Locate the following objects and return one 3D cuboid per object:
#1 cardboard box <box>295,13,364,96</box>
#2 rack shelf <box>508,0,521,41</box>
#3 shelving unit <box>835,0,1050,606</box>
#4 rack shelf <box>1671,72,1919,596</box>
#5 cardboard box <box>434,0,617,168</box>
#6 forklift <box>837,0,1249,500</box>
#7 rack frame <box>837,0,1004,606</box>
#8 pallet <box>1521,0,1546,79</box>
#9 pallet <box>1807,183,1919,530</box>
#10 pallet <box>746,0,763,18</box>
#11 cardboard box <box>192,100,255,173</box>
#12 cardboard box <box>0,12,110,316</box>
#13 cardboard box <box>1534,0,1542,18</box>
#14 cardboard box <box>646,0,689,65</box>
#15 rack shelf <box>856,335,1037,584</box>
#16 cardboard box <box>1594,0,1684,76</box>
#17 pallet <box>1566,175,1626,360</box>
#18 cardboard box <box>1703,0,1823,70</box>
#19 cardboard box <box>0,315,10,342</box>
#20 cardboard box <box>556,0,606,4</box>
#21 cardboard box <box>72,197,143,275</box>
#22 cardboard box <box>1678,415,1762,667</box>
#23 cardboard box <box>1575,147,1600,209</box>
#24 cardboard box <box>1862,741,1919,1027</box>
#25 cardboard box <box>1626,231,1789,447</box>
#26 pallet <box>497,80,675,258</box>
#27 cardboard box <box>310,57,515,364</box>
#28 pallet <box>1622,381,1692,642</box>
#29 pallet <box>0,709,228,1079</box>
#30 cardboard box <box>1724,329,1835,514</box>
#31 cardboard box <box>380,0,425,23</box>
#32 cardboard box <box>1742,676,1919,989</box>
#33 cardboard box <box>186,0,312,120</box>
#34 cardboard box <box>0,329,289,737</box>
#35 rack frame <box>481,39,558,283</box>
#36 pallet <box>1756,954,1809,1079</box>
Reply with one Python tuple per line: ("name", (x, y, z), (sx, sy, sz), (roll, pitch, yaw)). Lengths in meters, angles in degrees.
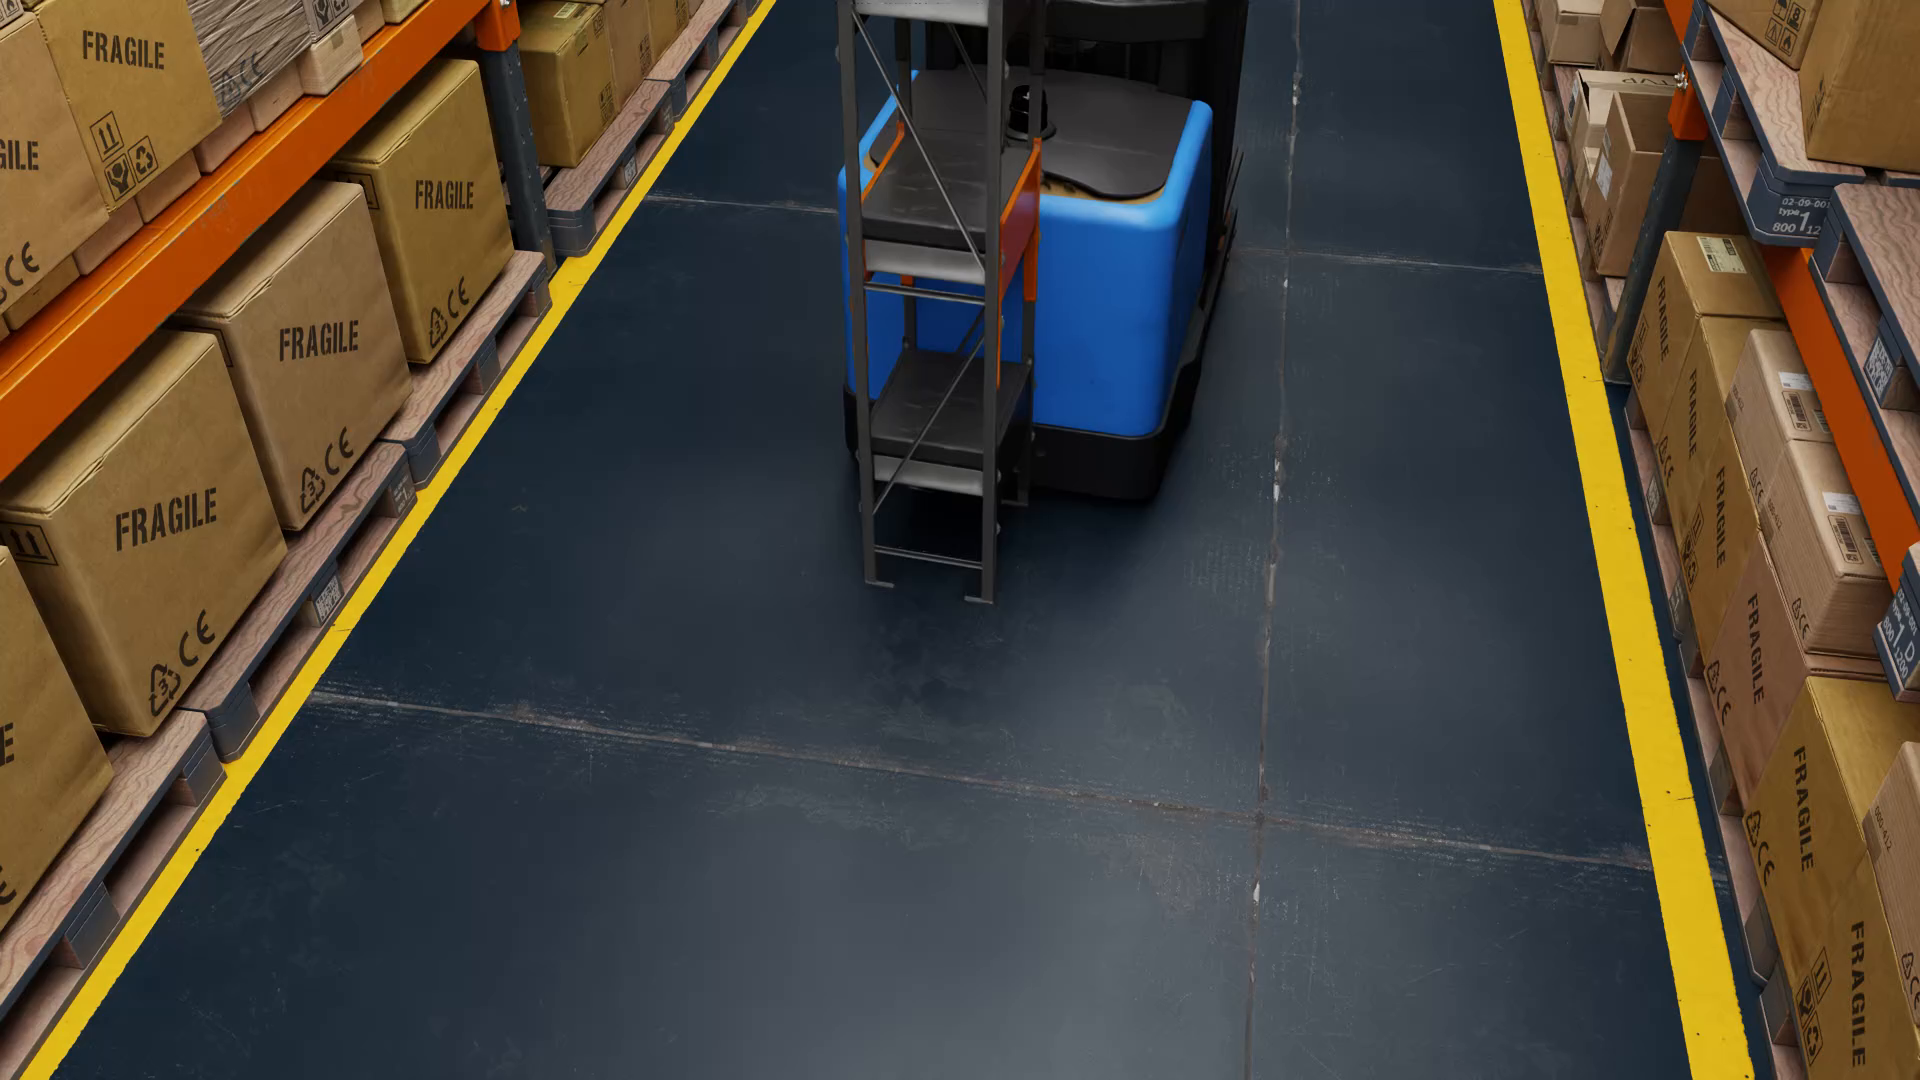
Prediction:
("cardboard box", (-1.960, -1.413, 4.786), (0.380, 0.149, 0.250), (6, 40, 8))
("rack shelf", (-1.737, -3.214, 7.348), (1.077, 0.370, 4.000), (6, 40, 8))
("shelving unit", (-0.034, -0.796, 4.565), (0.431, 2.100, 0.503), (9, 40, 11))
("rack shelf", (2.450, -0.160, 3.654), (1.077, 0.370, 4.000), (6, 40, 8))
("cardboard box", (-1.853, -1.893, 6.817), (0.700, 0.500, 0.500), (7, 40, 8))
("forklift", (0.480, -2.204, 5.615), (1.130, 2.935, 3.031), (9, 40, 11))
("rack frame", (-0.094, -0.646, 4.383), (0.400, 2.100, 0.015), (9, 40, 11))
("pallet", (3.338, -2.580, 8.205), (1.003, 0.211, 1.213), (6, 40, 8))
("pallet", (2.436, -0.329, 3.445), (1.003, 0.211, 1.213), (6, 40, 8))
("pallet", (-1.452, -3.161, 8.908), (1.003, 0.211, 1.213), (6, 40, 8))
("cardboard box", (-2.126, -1.111, 4.422), (0.380, 0.149, 0.250), (5, 40, 6))
("cardboard box", (-2.253, -0.802, 3.539), (0.500, 0.500, 0.500), (6, 40, 7))
("cardboard box", (3.028, -2.689, 7.961), (0.500, 0.250, 0.500), (6, 40, 8))
("cardboard box", (-1.672, -2.530, 7.588), (0.700, 0.500, 0.500), (7, 40, 9))
("rack shelf", (-0.034, -0.246, 5.020), (0.431, 0.518, 0.480), (9, 40, 11))
("cardboard box", (3.116, -2.079, 7.025), (0.797, 0.503, 0.637), (6, 40, 8))
("pallet", (2.916, -1.049, 6.353), (1.003, 0.211, 1.213), (6, 40, 8))
("cardboard box", (2.494, -1.620, 4.447), (0.700, 0.500, 0.500), (-6, 40, -7))
("cardboard box", (-2.350, -0.468, 3.643), (0.380, 0.149, 0.250), (7, 40, 9))
("cardboard box", (-1.614, -2.338, 6.846), (0.380, 0.149, 0.250), (8, 40, 9))
("cardboard box", (-2.236, -0.782, 4.023), (0.380, 0.149, 0.250), (7, 40, 8))
("cardboard box", (2.297, 0.027, 4.480), (0.500, 0.500, 0.500), (7, 40, 8))
("cardboard box", (2.621, -1.394, 6.474), (0.380, 0.149, 0.250), (6, 40, 8))
("cardboard box", (2.040, 0.674, 3.109), (0.500, 0.250, 0.500), (8, 40, 9))
("cardboard box", (2.473, -0.622, 5.265), (0.500, 0.500, 0.500), (5, 40, 6))
("pallet", (-1.875, -1.630, 7.056), (1.003, 0.211, 1.213), (6, 40, 8))
("cardboard box", (-2.068, -1.147, 5.641), (0.750, 0.750, 0.750), (7, 40, 8))
("pallet", (2.693, -0.103, 5.209), (1.003, 0.211, 1.213), (6, 40, 8))
("pallet", (-2.565, 0.862, 4.041), (1.003, 0.211, 1.213), (6, 40, 8))
("cardboard box", (2.299, -0.283, 4.267), (0.500, 0.250, 0.500), (6, 40, 8))
("cardboard box", (-1.883, -1.743, 5.185), (0.380, 0.149, 0.250), (7, 40, 8))
("cardboard box", (2.125, 0.674, 3.697), (0.500, 0.500, 0.500), (5, 40, 6))
("cardboard box", (-2.089, -1.444, 4.315), (0.500, 0.500, 0.500), (6, 40, 8))
("cardboard box", (-2.361, -0.055, 4.320), (0.750, 0.750, 0.750), (6, 40, 7))
("rack frame", (-2.083, -2.236, 5.601), (1.000, 3.000, 0.127), (6, 40, 8))
("pallet", (2.270, 1.428, 3.357), (1.003, 0.211, 1.213), (6, 40, 8))
